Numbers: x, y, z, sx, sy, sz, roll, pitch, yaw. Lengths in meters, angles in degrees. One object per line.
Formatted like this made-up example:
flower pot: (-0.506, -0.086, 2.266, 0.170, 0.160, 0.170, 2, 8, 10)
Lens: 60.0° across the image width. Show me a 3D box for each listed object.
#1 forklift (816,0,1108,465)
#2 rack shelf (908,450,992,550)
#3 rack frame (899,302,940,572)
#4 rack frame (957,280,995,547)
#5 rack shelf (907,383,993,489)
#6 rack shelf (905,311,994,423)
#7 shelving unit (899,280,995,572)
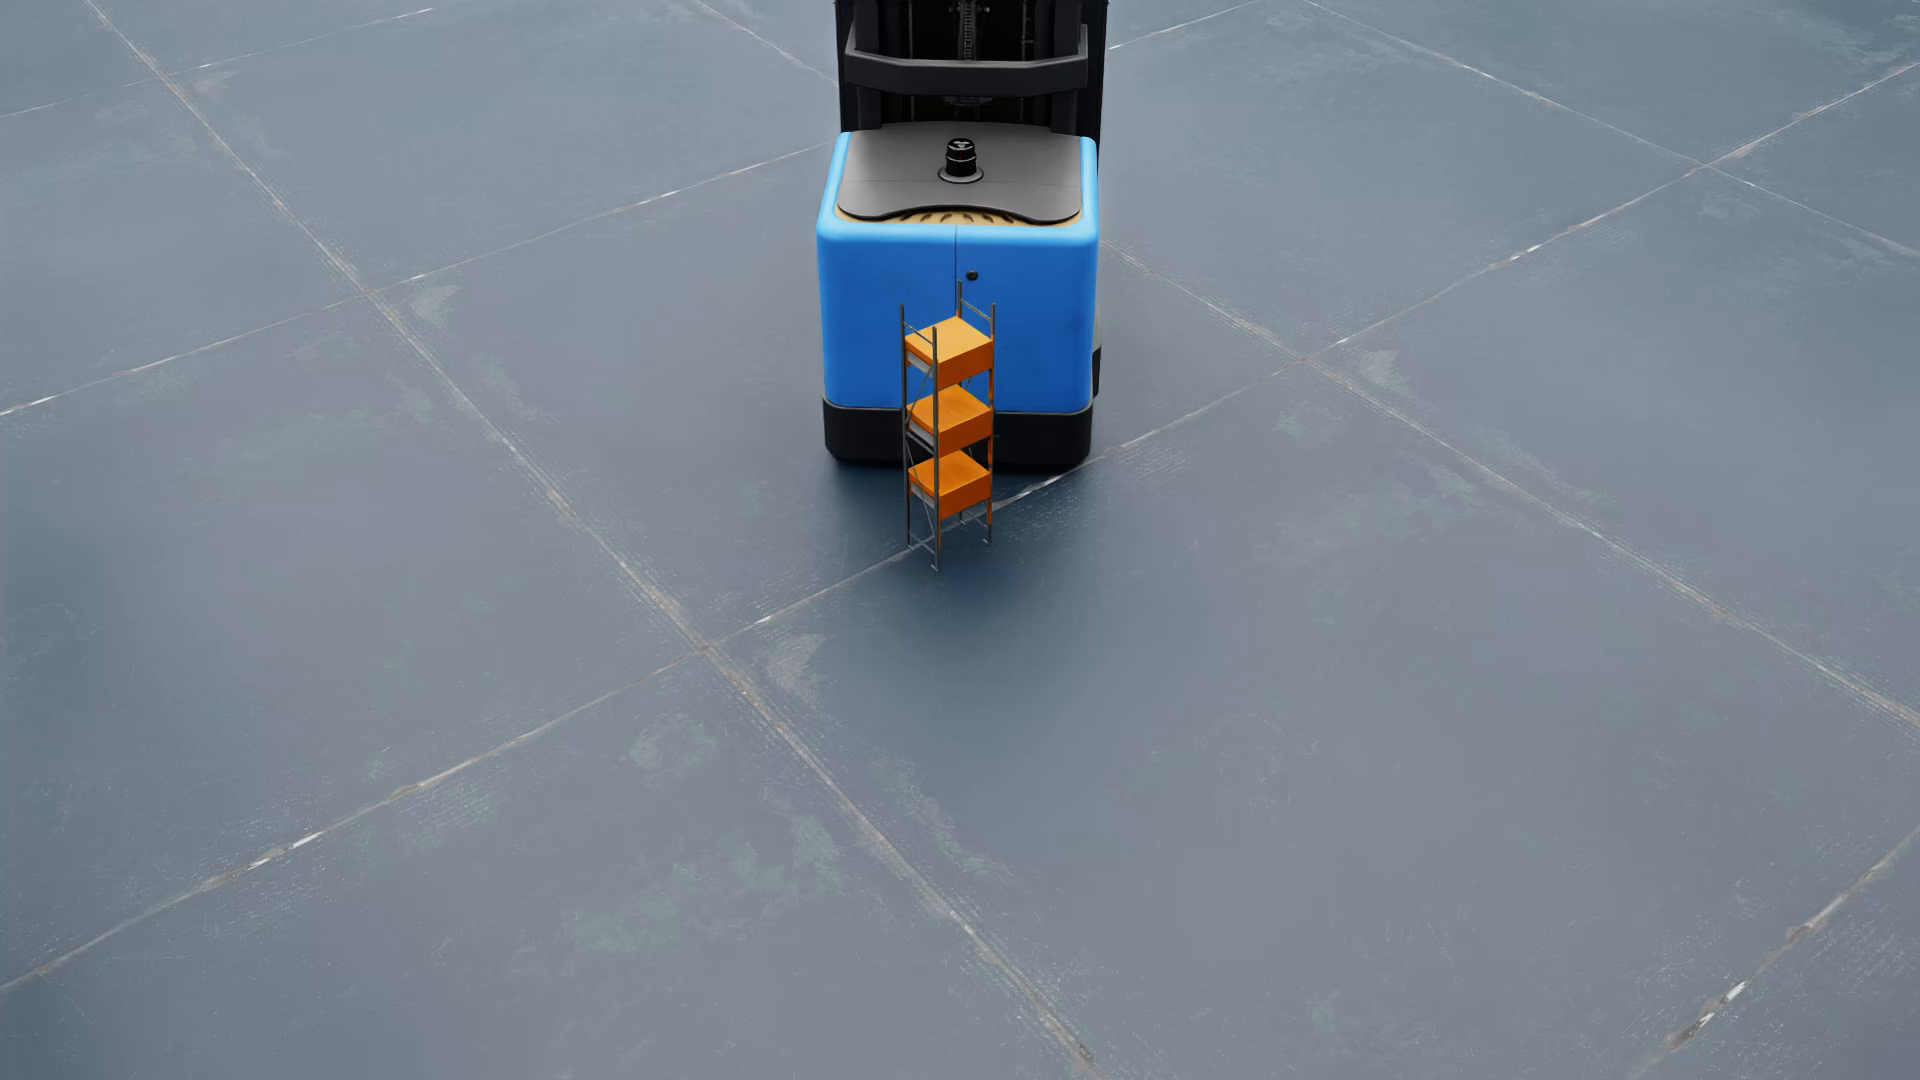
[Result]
forklift: (0.057, -2.341, 6.793, 1.130, 2.935, 3.031, 2, 39, 2)
rack shelf: (-0.042, -0.162, 6.075, 0.240, 0.259, 0.215, -26, 46, -28)
rack frame: (-0.139, -0.338, 5.834, 0.008, 1.050, 0.200, -26, 46, -28)
rack frame: (0.054, -0.432, 5.949, 0.008, 1.050, 0.200, -26, 46, -28)
rack shelf: (-0.042, -0.377, 5.899, 0.240, 0.259, 0.215, -26, 46, -28)
rack shelf: (-0.042, -0.596, 5.719, 0.240, 0.259, 0.215, -26, 46, -28)
shelving unit: (-0.042, -0.385, 5.892, 0.252, 1.050, 0.215, -26, 46, -28)
